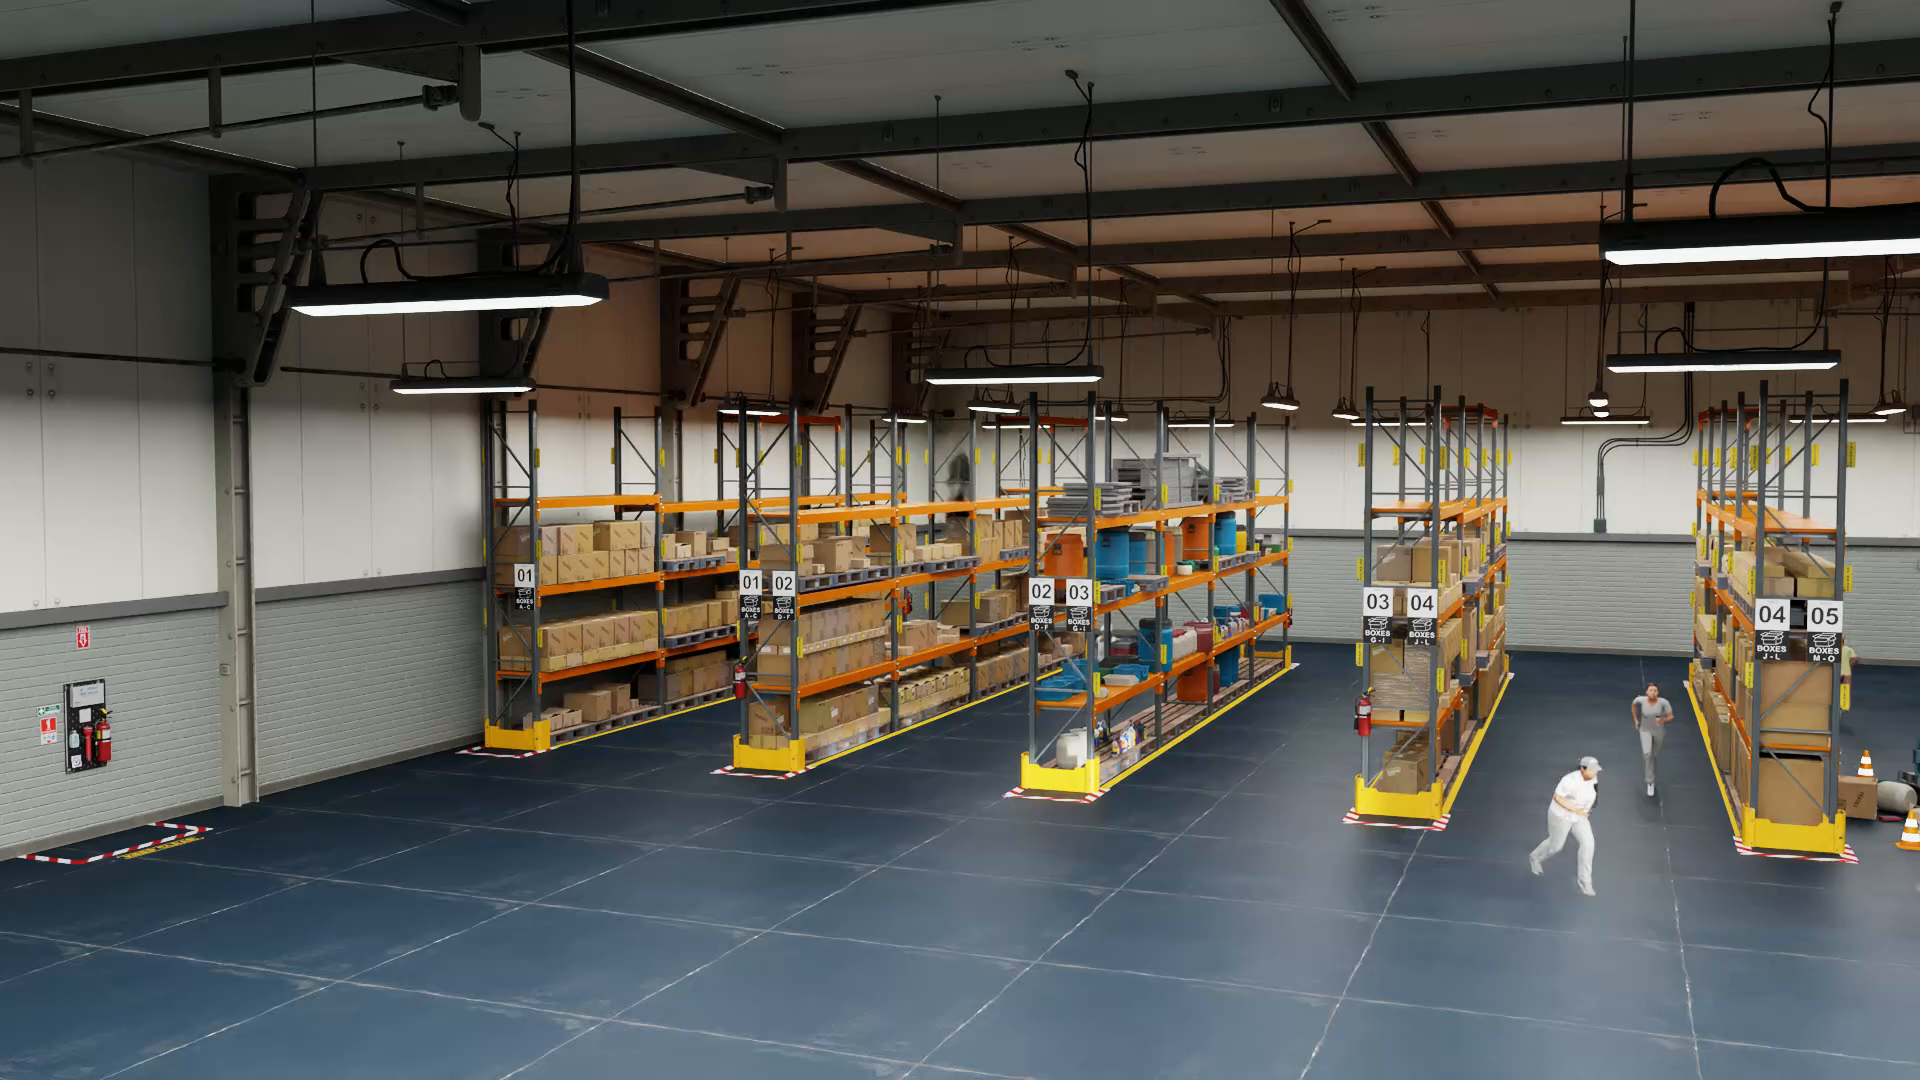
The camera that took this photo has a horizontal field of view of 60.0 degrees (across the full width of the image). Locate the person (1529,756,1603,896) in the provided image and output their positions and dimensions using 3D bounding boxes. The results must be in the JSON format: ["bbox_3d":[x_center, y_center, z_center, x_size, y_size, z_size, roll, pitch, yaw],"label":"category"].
[{"bbox_3d":[7.082,3.278,19.422,0.646,1.628,1.034,-1,3,-28],"label":"person"}]

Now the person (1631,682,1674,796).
[{"bbox_3d":[10.426,2.949,25.067,0.568,1.673,1.022,1,3,16],"label":"person"}]

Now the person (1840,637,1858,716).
[{"bbox_3d":[16.746,2.635,31.601,0.579,1.658,1.060,1,3,19],"label":"person"}]

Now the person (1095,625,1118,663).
[{"bbox_3d":[2.954,2.524,33.373,0.649,1.705,0.738,1,3,15],"label":"person"}]
